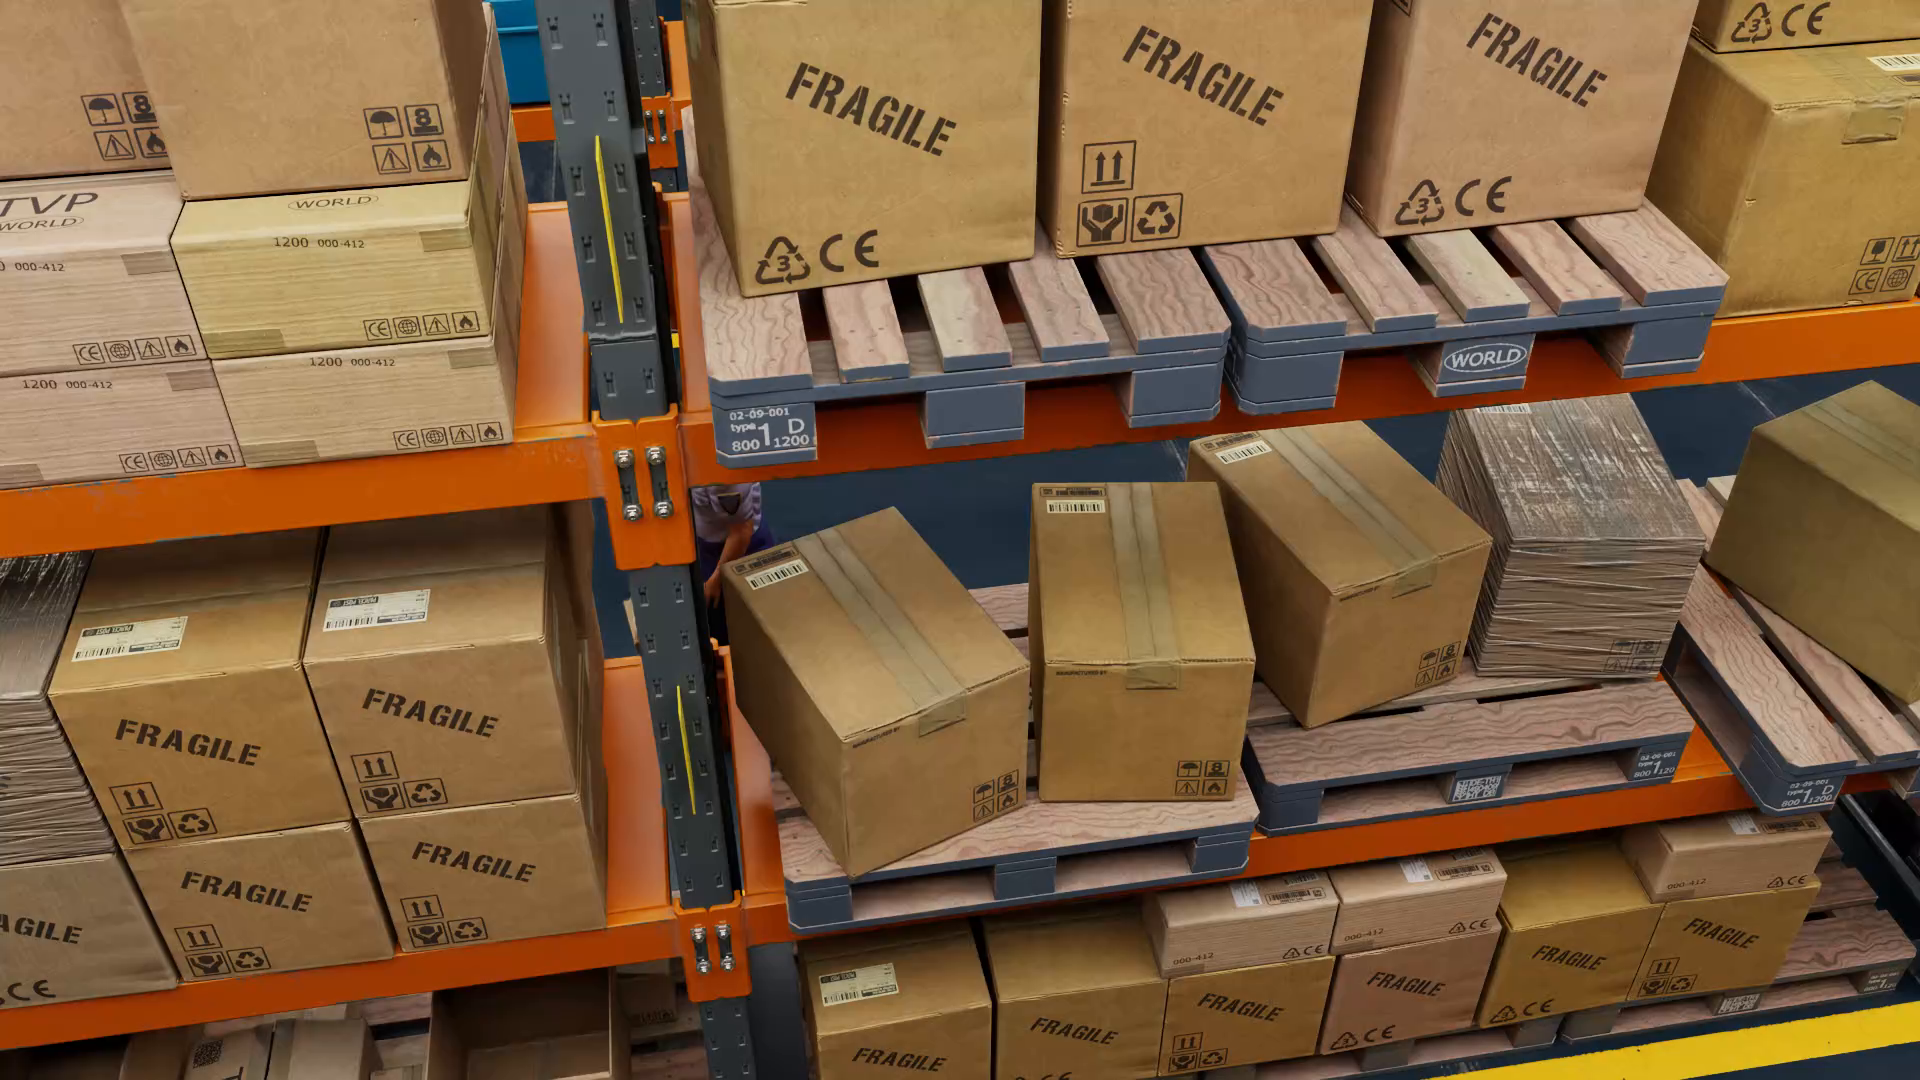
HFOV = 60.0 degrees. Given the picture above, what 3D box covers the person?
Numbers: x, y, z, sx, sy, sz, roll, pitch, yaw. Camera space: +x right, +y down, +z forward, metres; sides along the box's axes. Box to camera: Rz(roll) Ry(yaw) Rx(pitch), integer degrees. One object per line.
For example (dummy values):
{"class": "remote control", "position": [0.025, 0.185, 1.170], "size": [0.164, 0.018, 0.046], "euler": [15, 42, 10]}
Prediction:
{"class": "person", "position": [-0.894, 0.051, 6.094], "size": [0.421, 1.655, 0.526], "euler": [-12, 40, -15]}
